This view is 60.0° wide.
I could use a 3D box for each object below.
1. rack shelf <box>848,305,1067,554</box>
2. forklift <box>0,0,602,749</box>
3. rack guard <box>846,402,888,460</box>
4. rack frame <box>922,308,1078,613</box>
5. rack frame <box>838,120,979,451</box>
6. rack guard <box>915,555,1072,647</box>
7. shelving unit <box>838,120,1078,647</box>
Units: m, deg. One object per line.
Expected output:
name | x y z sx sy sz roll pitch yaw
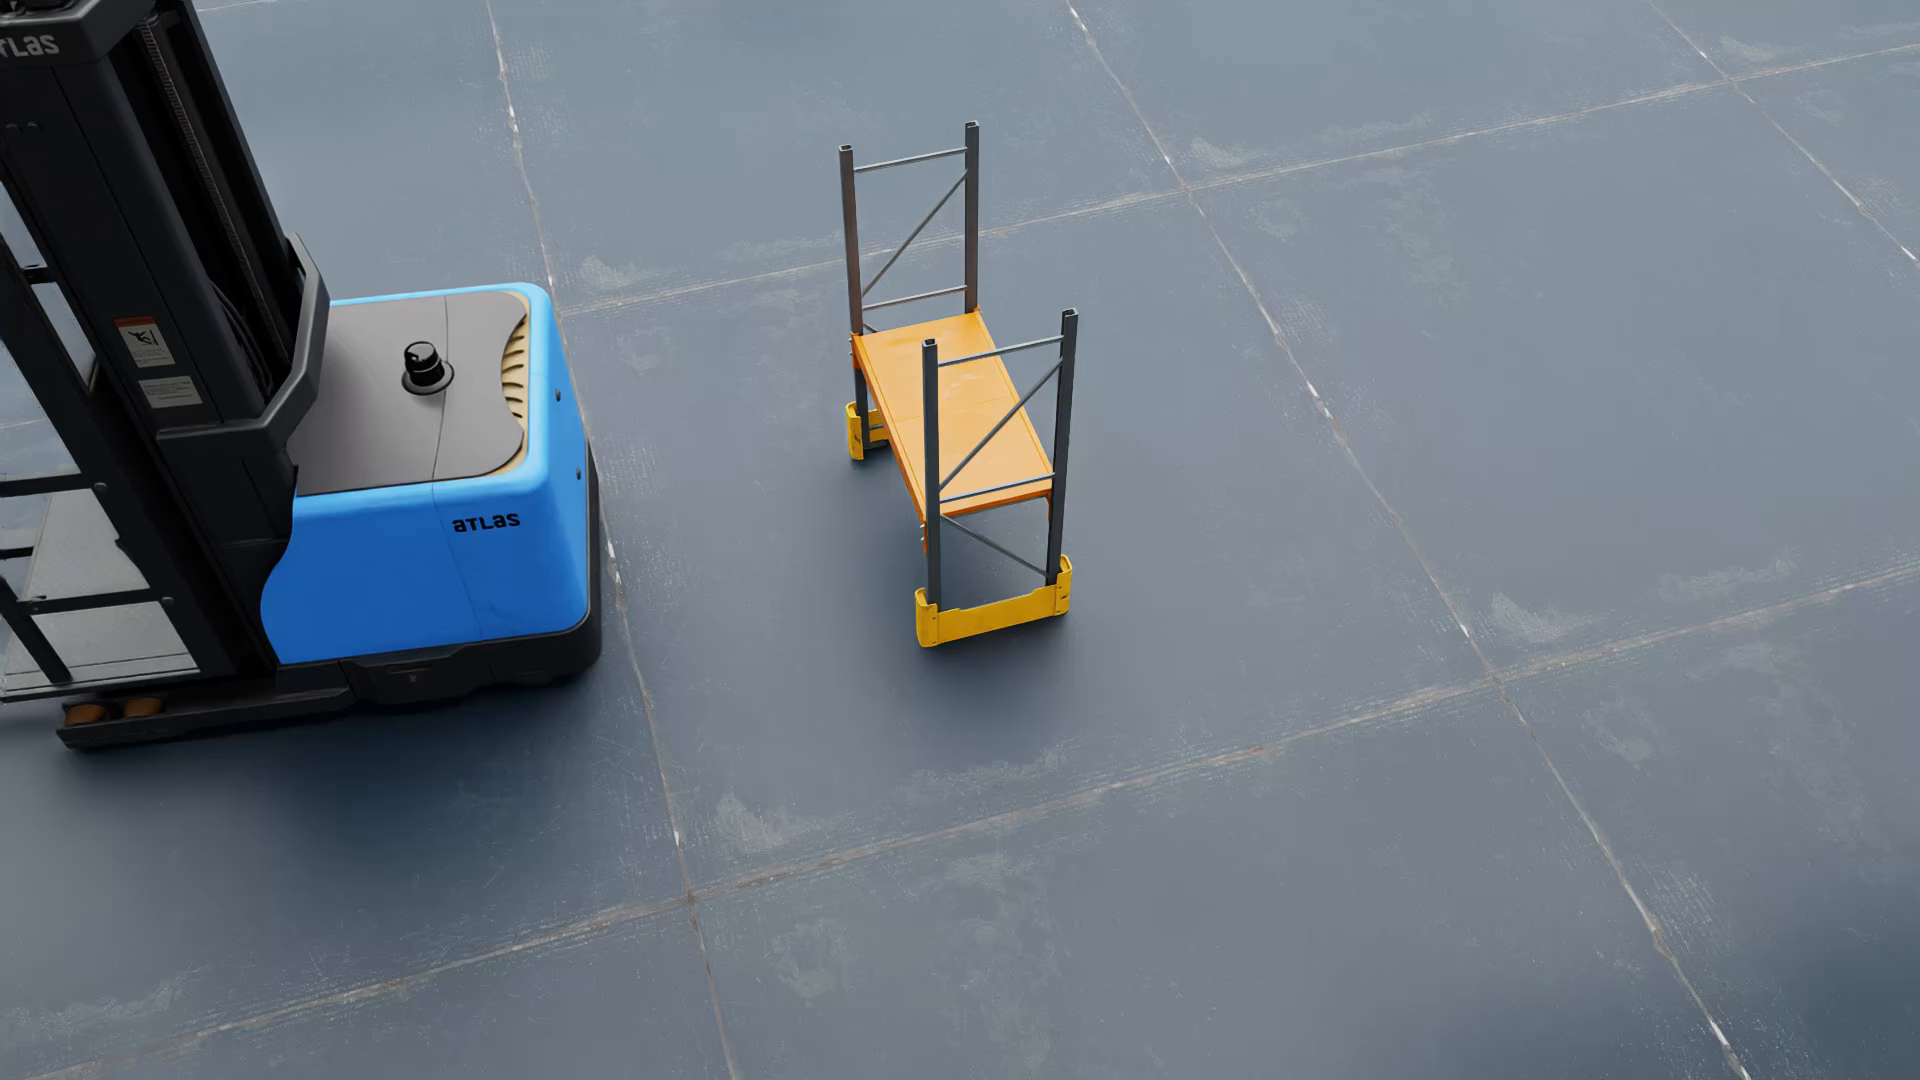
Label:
rack shelf | -0.025 -0.430 6.156 0.538 0.185 1.000 -13 51 -11
forklift | -2.879 -0.645 5.167 3.031 2.935 1.130 -7 50 -6
rack guard | -0.170 -0.500 6.798 0.587 0.250 0.087 -13 51 -11
rack frame | 0.125 -0.174 5.706 0.500 1.500 0.032 -13 51 -11
rack frame | -0.176 -0.917 6.332 0.500 1.500 0.032 -13 51 -11
rack guard | 0.125 0.227 6.184 0.587 0.250 0.087 -13 51 -11
shelving unit | -0.023 -0.539 6.013 0.587 1.500 1.083 -13 51 -11
